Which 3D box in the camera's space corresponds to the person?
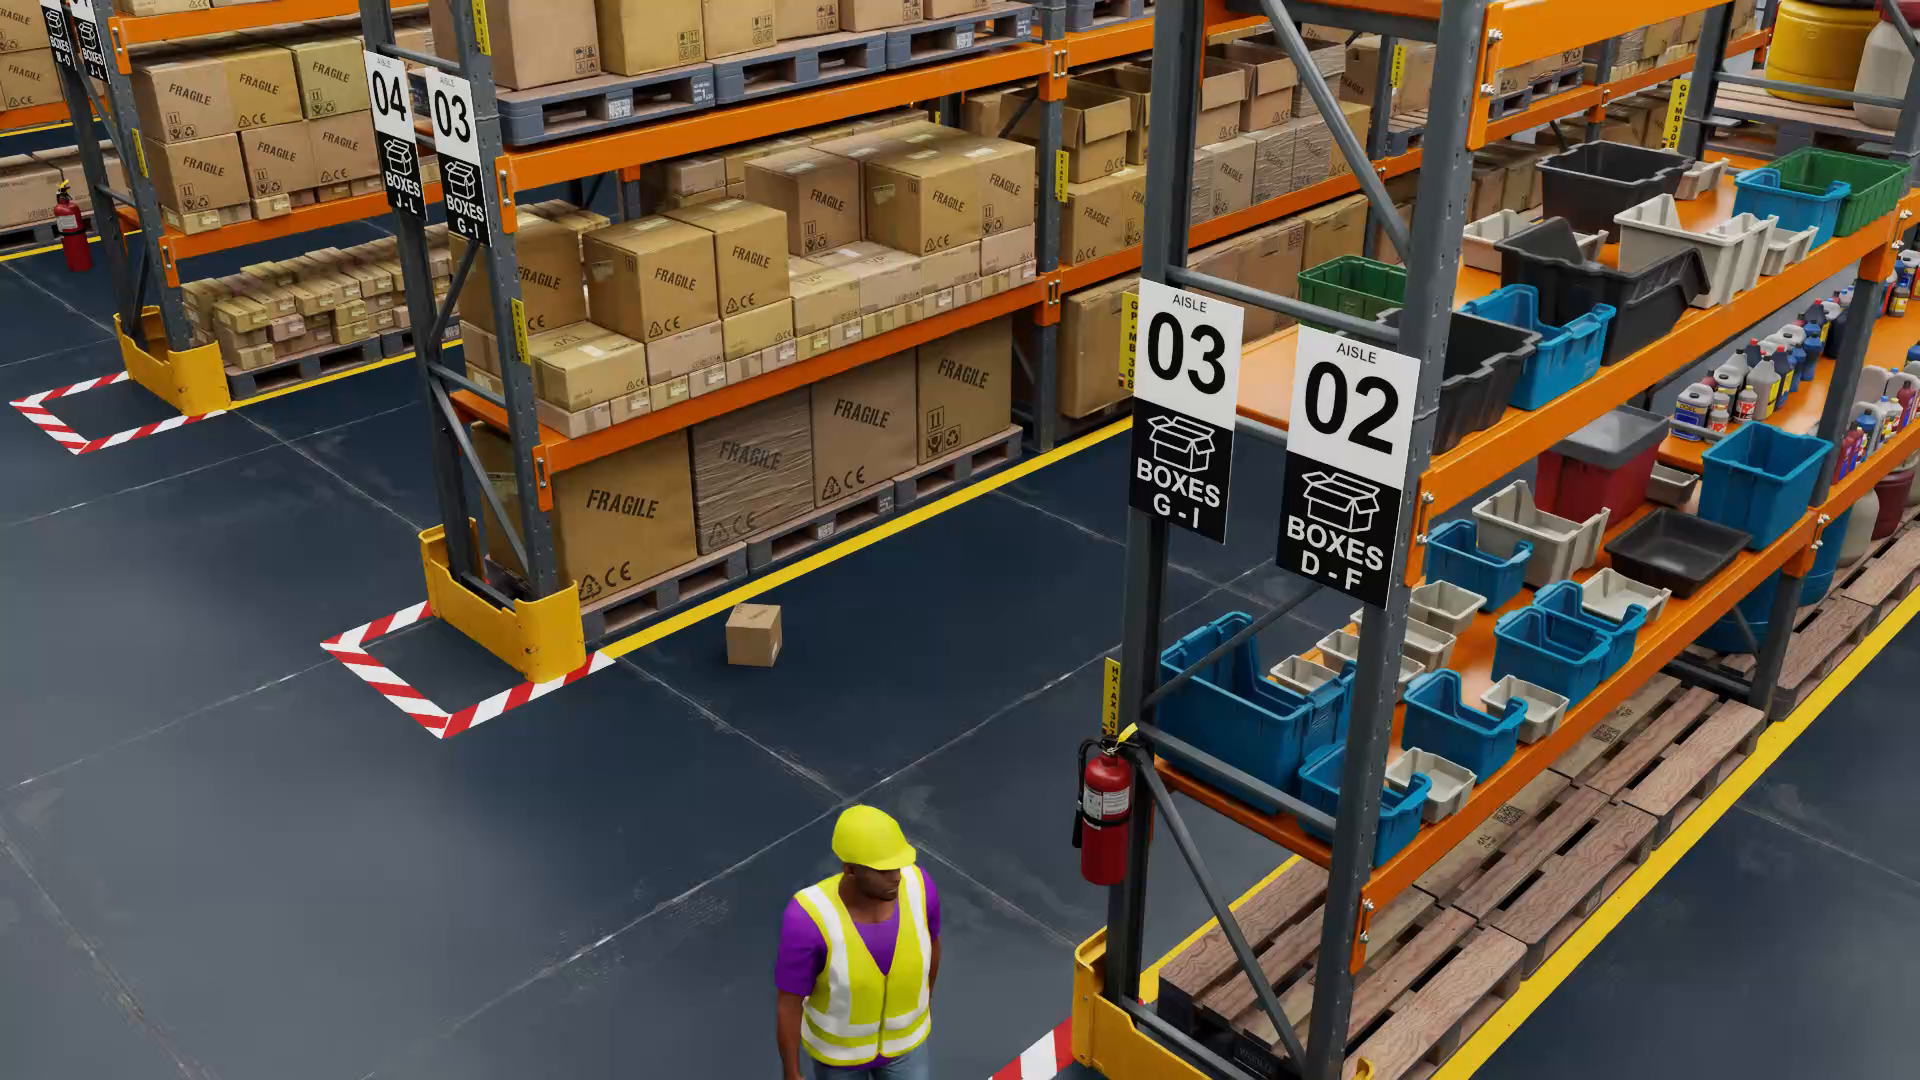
[{"bbox_3d":[-0.296,1.685,5.401,0.621,1.815,0.739,-10,29,-18],"label":"person"}]
